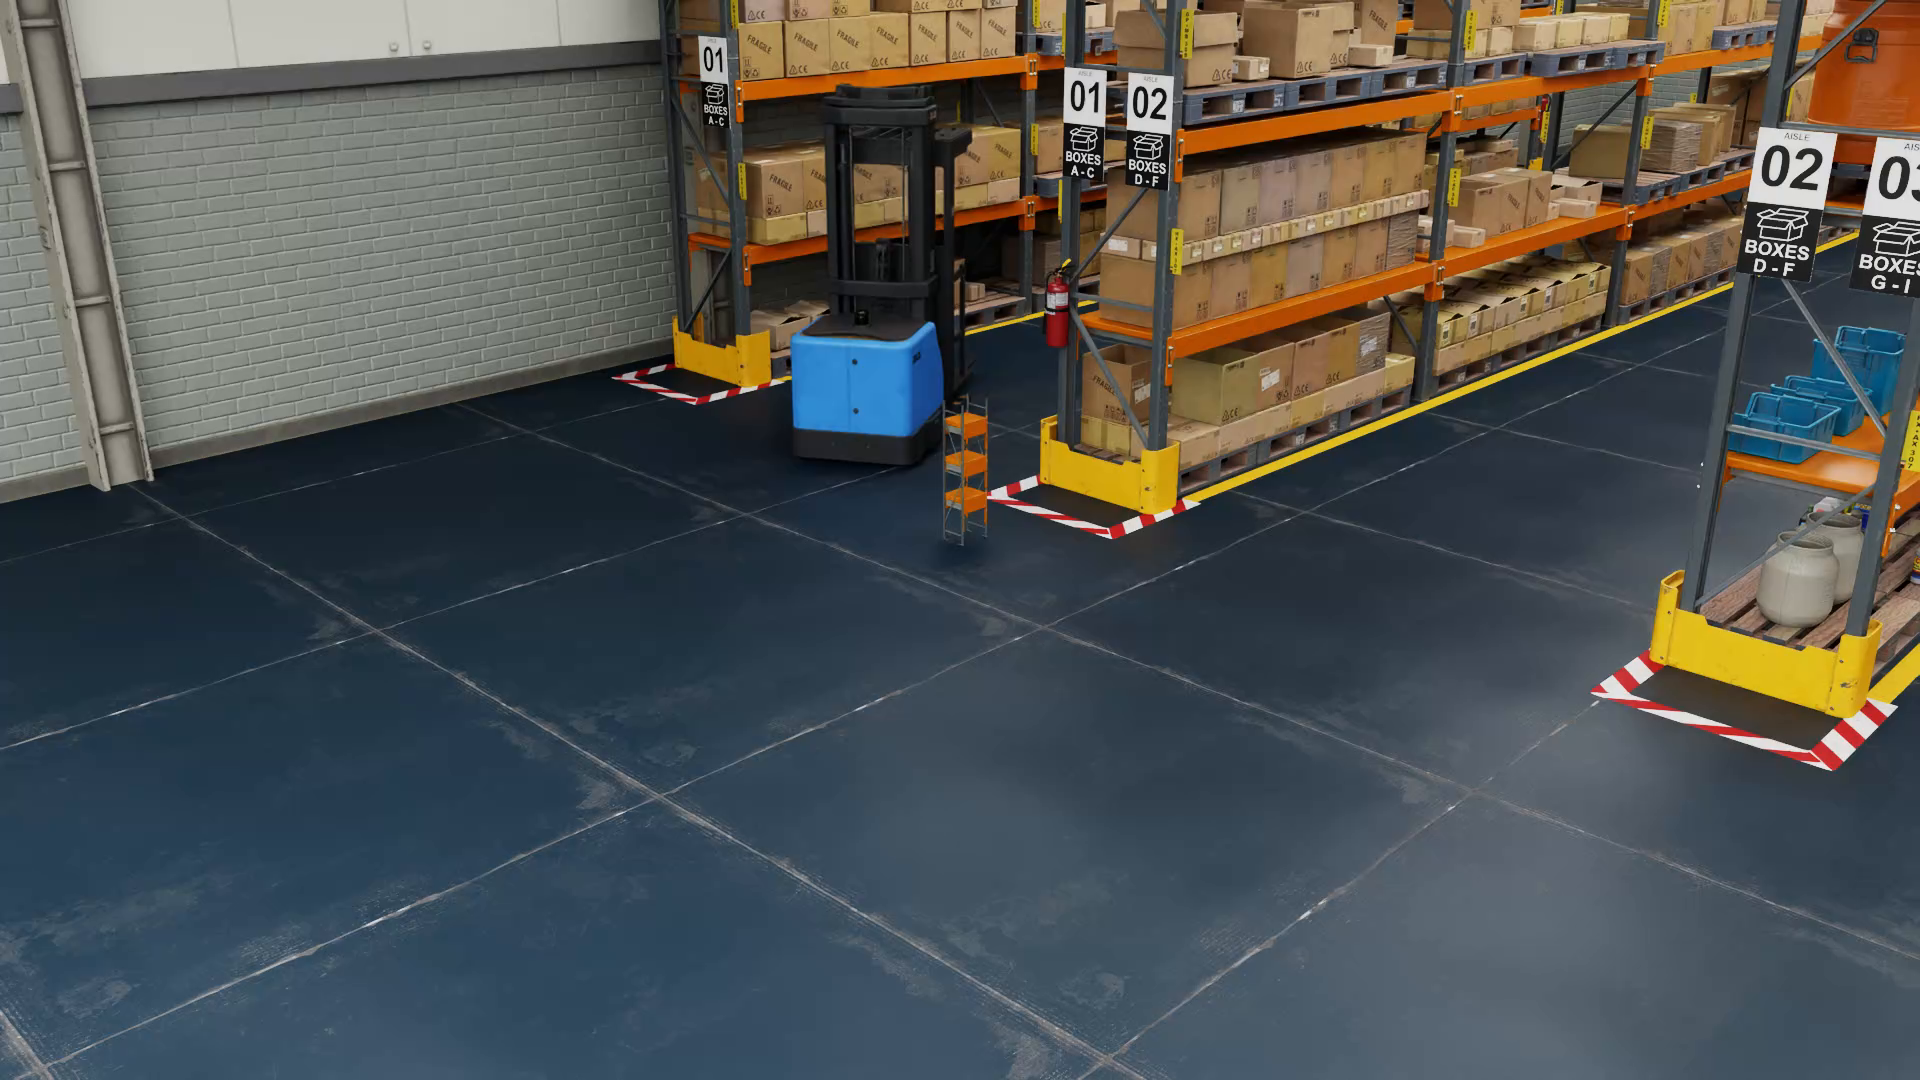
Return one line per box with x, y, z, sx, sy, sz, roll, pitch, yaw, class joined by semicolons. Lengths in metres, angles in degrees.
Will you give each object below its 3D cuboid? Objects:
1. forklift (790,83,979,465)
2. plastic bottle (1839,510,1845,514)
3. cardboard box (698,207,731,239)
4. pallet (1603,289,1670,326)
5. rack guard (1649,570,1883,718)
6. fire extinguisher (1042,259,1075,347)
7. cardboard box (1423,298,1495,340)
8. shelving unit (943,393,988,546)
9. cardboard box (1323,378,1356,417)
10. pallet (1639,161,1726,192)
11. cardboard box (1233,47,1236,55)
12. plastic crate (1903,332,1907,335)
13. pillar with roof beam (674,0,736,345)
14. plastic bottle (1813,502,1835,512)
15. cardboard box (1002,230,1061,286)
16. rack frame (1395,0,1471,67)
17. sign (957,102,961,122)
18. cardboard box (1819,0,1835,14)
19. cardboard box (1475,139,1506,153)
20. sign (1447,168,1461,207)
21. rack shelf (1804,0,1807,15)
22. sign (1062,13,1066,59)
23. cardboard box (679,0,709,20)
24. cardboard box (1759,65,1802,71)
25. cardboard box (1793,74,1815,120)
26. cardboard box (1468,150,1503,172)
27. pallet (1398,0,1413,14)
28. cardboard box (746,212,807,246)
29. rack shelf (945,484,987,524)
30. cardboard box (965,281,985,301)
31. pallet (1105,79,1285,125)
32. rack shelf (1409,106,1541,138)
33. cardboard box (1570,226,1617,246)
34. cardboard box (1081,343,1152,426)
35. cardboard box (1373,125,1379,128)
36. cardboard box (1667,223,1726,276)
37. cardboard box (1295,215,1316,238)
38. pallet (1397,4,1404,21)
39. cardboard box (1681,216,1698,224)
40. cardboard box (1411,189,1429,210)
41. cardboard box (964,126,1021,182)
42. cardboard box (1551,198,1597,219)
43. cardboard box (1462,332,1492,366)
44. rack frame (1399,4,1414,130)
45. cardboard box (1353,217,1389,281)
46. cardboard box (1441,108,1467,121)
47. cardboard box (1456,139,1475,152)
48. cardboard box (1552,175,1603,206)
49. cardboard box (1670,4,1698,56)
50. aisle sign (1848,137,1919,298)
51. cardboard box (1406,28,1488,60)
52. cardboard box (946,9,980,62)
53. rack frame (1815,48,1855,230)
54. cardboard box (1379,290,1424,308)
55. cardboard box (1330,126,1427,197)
-0.523;-2.469;14.412;1.130;2.935;3.031;5;22;13;forklift
5.952;-0.088;11.295;0.061;0.283;0.133;19;28;41;plastic bottle
-2.198;-3.125;16.205;0.500;0.250;0.500;-20;28;-41;cardboard box
7.296;-2.715;18.845;1.003;0.211;1.213;19;28;41;pallet
4.732;0.598;9.821;1.175;0.500;0.348;19;28;41;rack guard
0.752;-1.828;12.757;0.296;0.674;0.183;19;28;41;fire extinguisher
4.777;-2.152;15.957;0.500;0.311;0.500;19;28;40;cardboard box
0.037;-0.504;11.922;0.215;1.050;0.252;19;28;41;shelving unit
3.096;-1.287;14.488;0.500;0.250;0.500;19;28;41;cardboard box
8.101;-4.246;19.208;1.003;0.211;1.213;19;28;41;pallet
1.781;-3.731;12.850;0.500;0.250;0.500;19;28;41;cardboard box
7.047;-1.434;11.711;0.767;0.338;0.504;19;28;41;plastic crate
0.568;-5.136;12.894;9.100;9.000;0.400;19;28;41;pillar with roof beam
5.876;-0.111;11.366;0.152;0.276;0.135;20;28;41;plastic bottle
0.907;-3.277;19.290;0.500;0.500;0.700;-19;28;-40;cardboard box
3.957;-5.606;14.118;1.000;3.000;0.127;19;28;41;rack frame
0.005;-4.723;18.569;0.100;0.325;0.005;19;28;41;sign
10.403;-6.618;20.443;0.500;0.250;0.500;19;28;41;cardboard box
8.223;-6.112;25.791;0.250;0.149;0.380;-19;28;-41;cardboard box
4.356;-3.109;14.665;0.100;0.325;0.005;19;28;41;sign
6.108;-3.329;9.754;1.077;0.370;4.000;19;28;41;rack shelf
0.788;-3.694;12.199;0.100;0.325;0.005;19;28;41;sign
-2.272;-5.116;15.462;0.500;0.500;0.500;-19;28;-40;cardboard box
10.764;-5.962;21.871;0.500;0.500;0.500;19;28;40;cardboard box
10.428;-5.559;20.825;0.500;0.500;0.500;18;28;39;cardboard box
8.011;-5.825;25.948;0.700;0.500;0.500;19;28;40;cardboard box
6.564;-7.668;23.786;1.003;0.211;1.213;19;28;41;pallet
-1.817;-3.002;15.886;0.500;0.250;0.500;18;28;39;cardboard box
0.037;-0.234;12.026;0.215;0.259;0.240;19;28;41;rack shelf
0.054;-2.783;18.470;0.380;0.166;0.250;15;26;34;cardboard box
1.679;-3.312;12.453;1.003;0.211;1.213;19;28;41;pallet
7.381;-6.280;25.235;1.077;0.370;4.000;19;28;41;rack shelf
7.268;-3.538;18.923;0.500;0.250;0.500;-19;28;-40;cardboard box
1.328;-1.253;13.355;0.500;0.500;0.500;19;28;41;cardboard box
5.581;-5.710;23.071;0.250;0.149;0.380;-19;28;-40;cardboard box
8.698;-3.449;19.738;0.500;0.500;0.500;20;29;41;cardboard box
2.668;-2.569;13.535;0.380;0.149;0.250;20;28;41;cardboard box
5.382;-7.164;22.619;0.805;0.209;1.217;18;27;39;pallet
8.662;-3.698;20.386;0.500;0.500;0.500;-20;28;-41;cardboard box
3.921;-3.032;14.739;0.380;0.149;0.250;19;28;41;cardboard box
0.297;-4.135;17.789;0.500;0.500;0.500;19;28;41;cardboard box
6.318;-3.417;17.133;0.380;0.149;0.250;19;28;41;cardboard box
4.774;-1.891;16.062;0.500;0.250;0.500;-19;28;-41;cardboard box
5.986;-6.101;23.768;1.000;3.000;0.127;19;28;41;rack frame
3.289;-2.600;14.519;0.700;0.500;0.500;19;28;40;cardboard box
6.889;-6.563;24.551;0.980;0.700;0.700;18;28;39;cardboard box
7.776;-6.144;25.874;0.380;0.149;0.250;20;28;41;cardboard box
6.463;-3.710;17.671;0.500;0.311;0.500;-18;27;-39;cardboard box
7.384;-5.533;17.968;0.910;0.500;0.500;19;28;41;cardboard box
4.873;-1.659;8.586;0.394;0.787;0.004;19;28;41;aisle sign
4.394;-4.488;15.014;0.500;0.250;0.500;-17;27;-37;cardboard box
-0.132;-5.183;17.029;0.500;0.500;0.500;16;26;36;cardboard box
12.328;-5.891;23.220;1.000;3.000;0.127;19;28;41;rack frame
4.393;-2.292;16.322;0.500;0.311;0.500;-19;28;-41;cardboard box
3.652;-3.343;14.643;0.700;0.500;0.500;19;28;41;cardboard box
